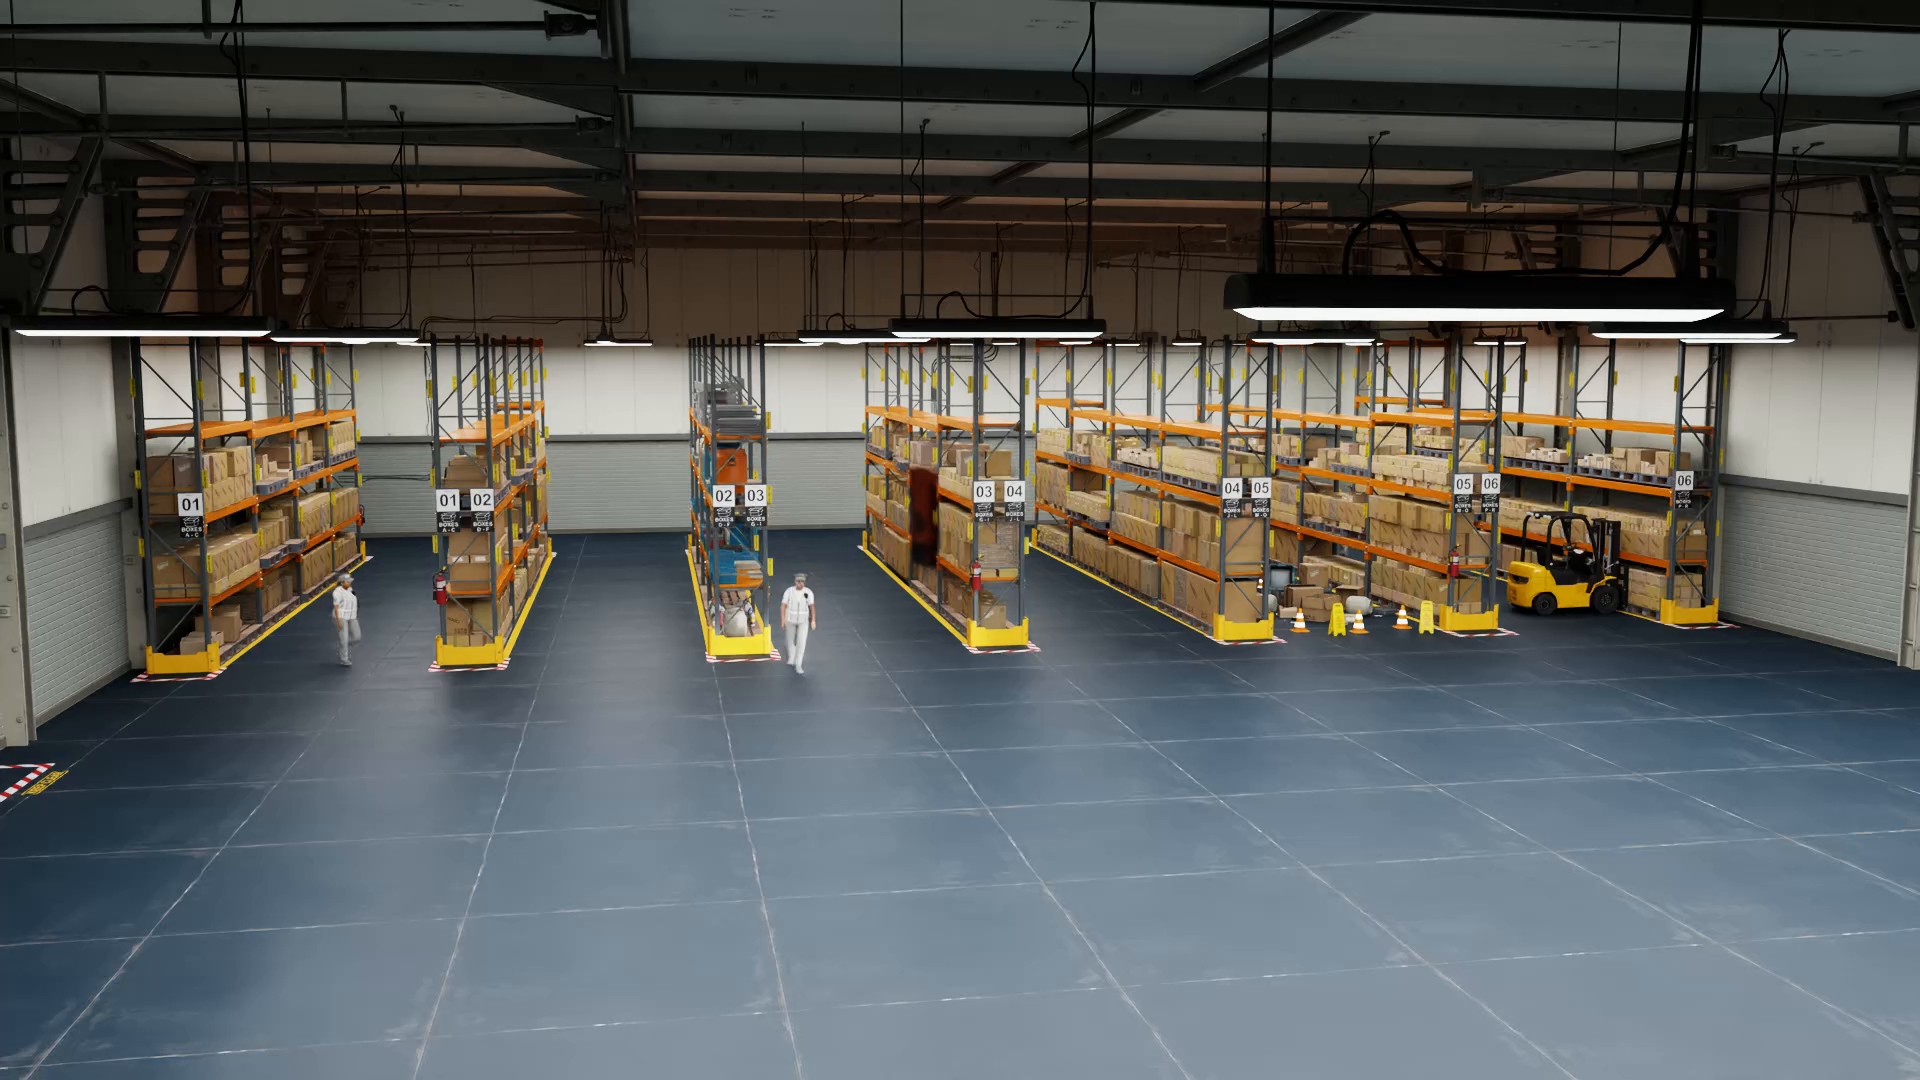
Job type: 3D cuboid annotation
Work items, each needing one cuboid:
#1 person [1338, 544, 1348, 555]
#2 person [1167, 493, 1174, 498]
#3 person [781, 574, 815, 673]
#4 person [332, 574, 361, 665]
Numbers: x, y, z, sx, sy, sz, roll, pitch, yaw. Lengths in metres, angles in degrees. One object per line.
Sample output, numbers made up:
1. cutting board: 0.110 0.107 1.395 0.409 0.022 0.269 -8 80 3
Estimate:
1. person: 10.683 -0.399 46.202 0.433 1.677 0.524 6 9 45
2. person: 5.958 -0.487 46.977 0.460 1.670 0.485 4 8 32
3. person: -2.900 1.459 29.823 0.634 1.737 0.859 -1 7 -11
4. person: -11.207 1.432 30.205 0.515 1.646 0.475 4 8 34
